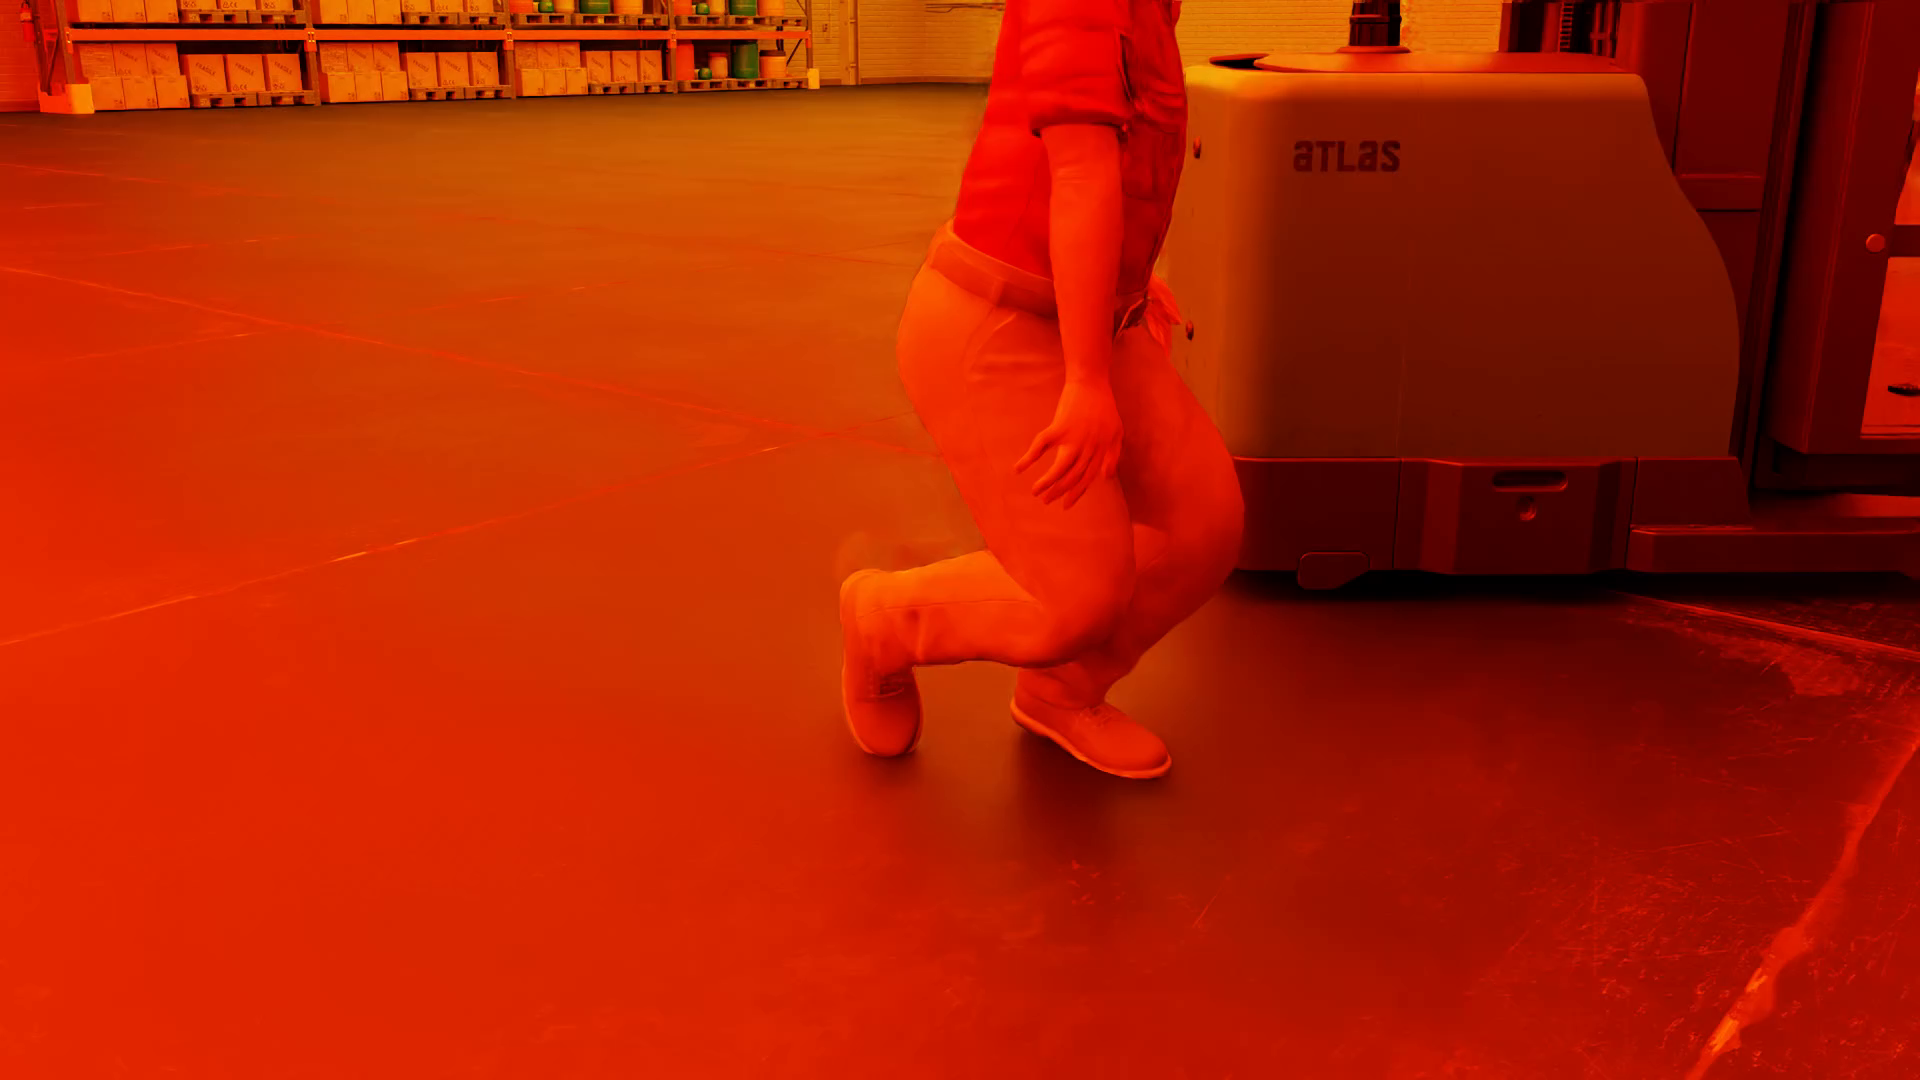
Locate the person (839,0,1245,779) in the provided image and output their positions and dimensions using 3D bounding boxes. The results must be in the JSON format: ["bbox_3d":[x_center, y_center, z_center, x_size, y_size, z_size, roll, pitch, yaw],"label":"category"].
[{"bbox_3d":[0.113,-0.349,2.535,0.648,1.528,0.832,7,18,23],"label":"person"}]

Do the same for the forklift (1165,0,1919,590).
[{"bbox_3d":[2.032,-1.427,3.597,3.031,2.935,1.130,0,17,-1],"label":"forklift"}]
